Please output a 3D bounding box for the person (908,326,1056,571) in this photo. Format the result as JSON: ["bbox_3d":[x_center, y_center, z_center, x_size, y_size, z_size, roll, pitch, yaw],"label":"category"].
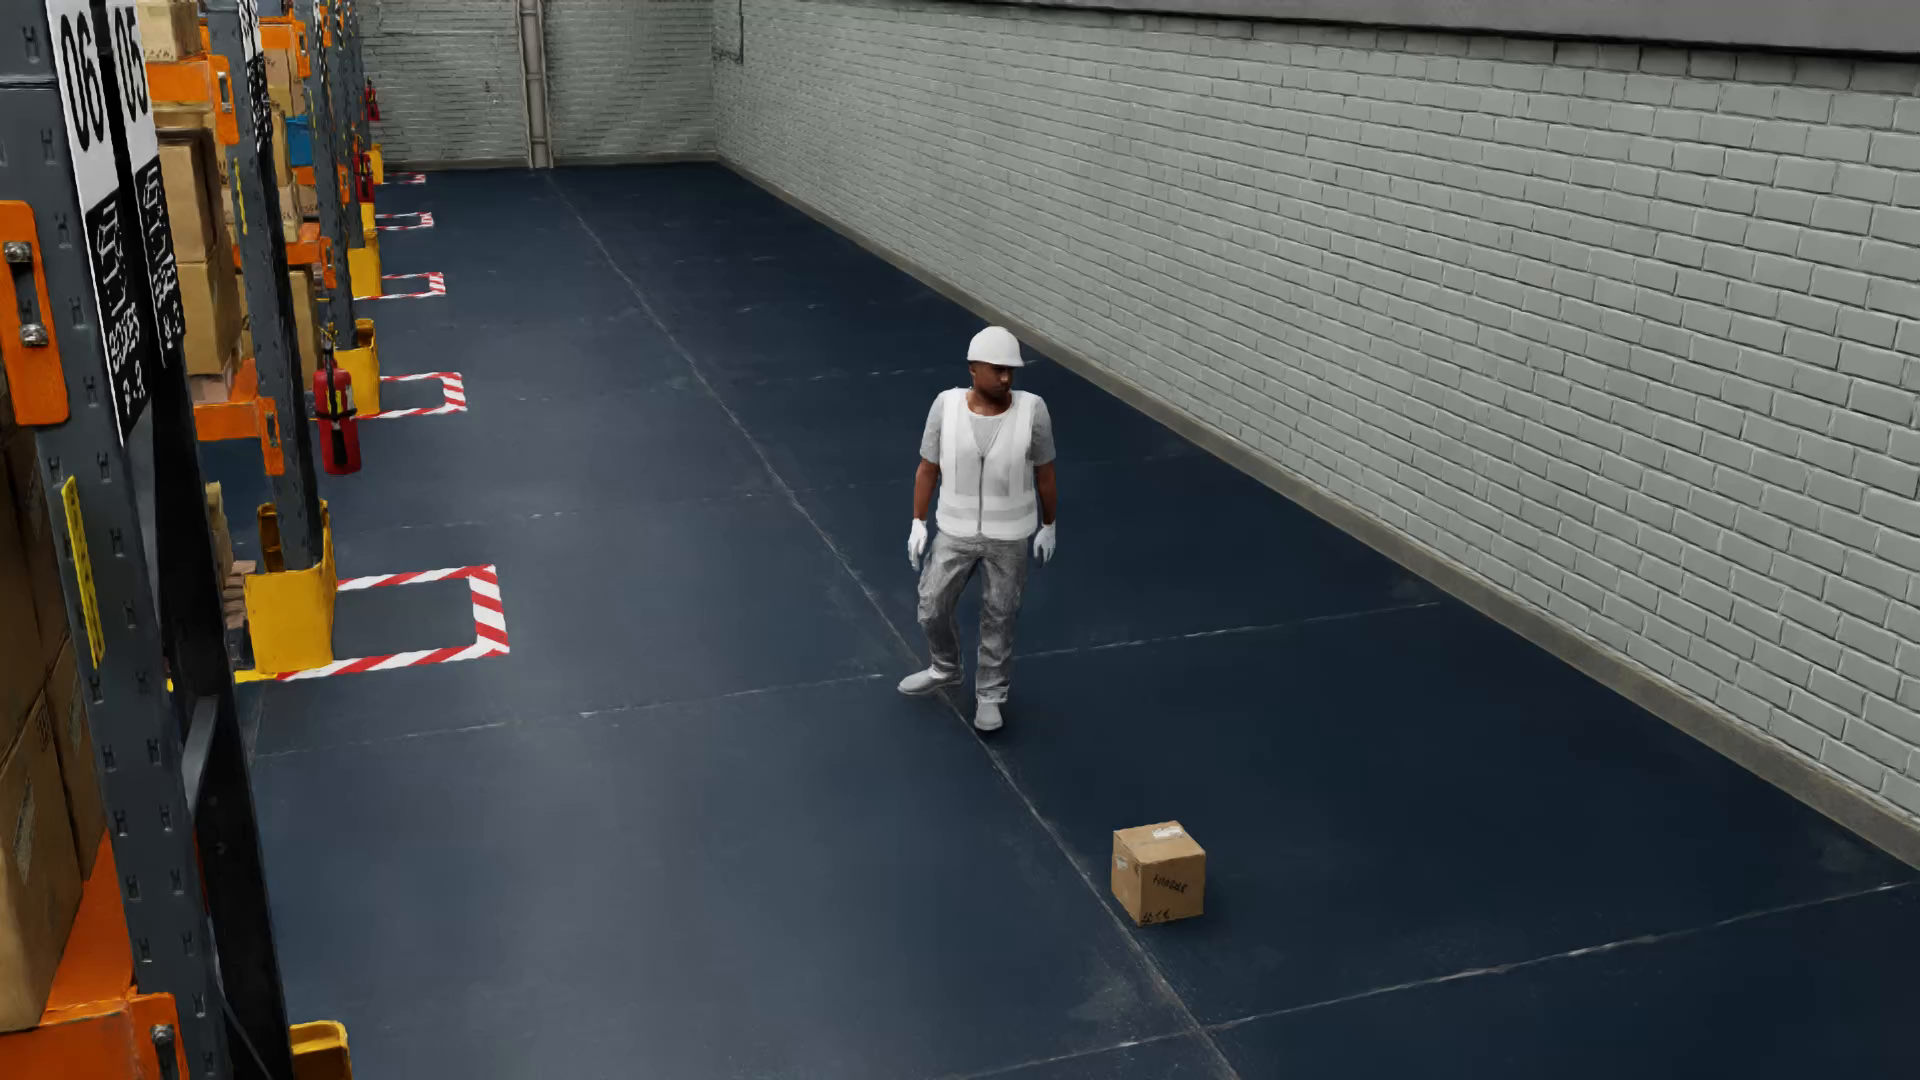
[{"bbox_3d":[0.092,-0.367,6.964,0.612,1.067,0.342,3,19,9],"label":"person"}]
